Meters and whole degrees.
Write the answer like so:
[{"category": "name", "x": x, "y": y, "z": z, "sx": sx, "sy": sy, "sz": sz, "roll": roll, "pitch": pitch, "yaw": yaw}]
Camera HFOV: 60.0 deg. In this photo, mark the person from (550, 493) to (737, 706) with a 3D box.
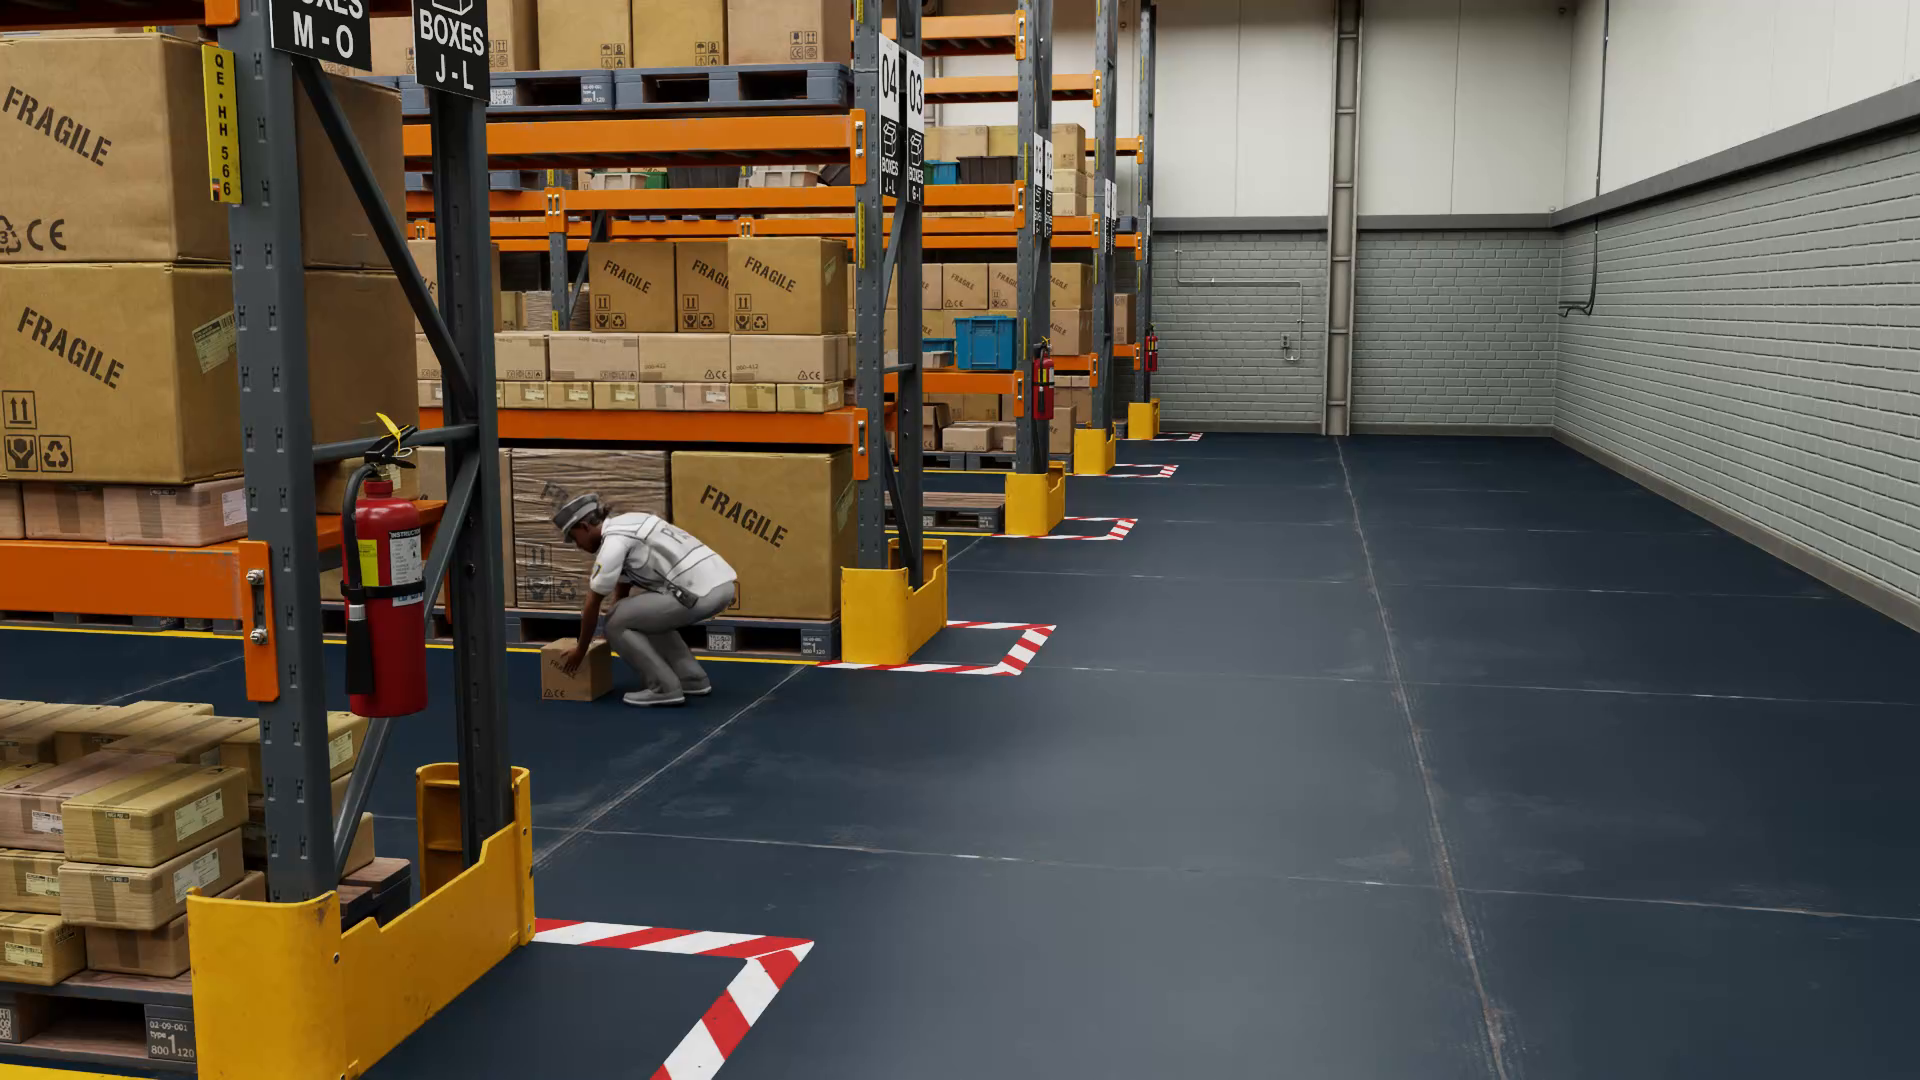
[{"category": "person", "x": -1.488, "y": 0.272, "z": 7.827, "sx": 0.854, "sy": 0.988, "sz": 0.484, "roll": 2, "pitch": 8, "yaw": 11}]
